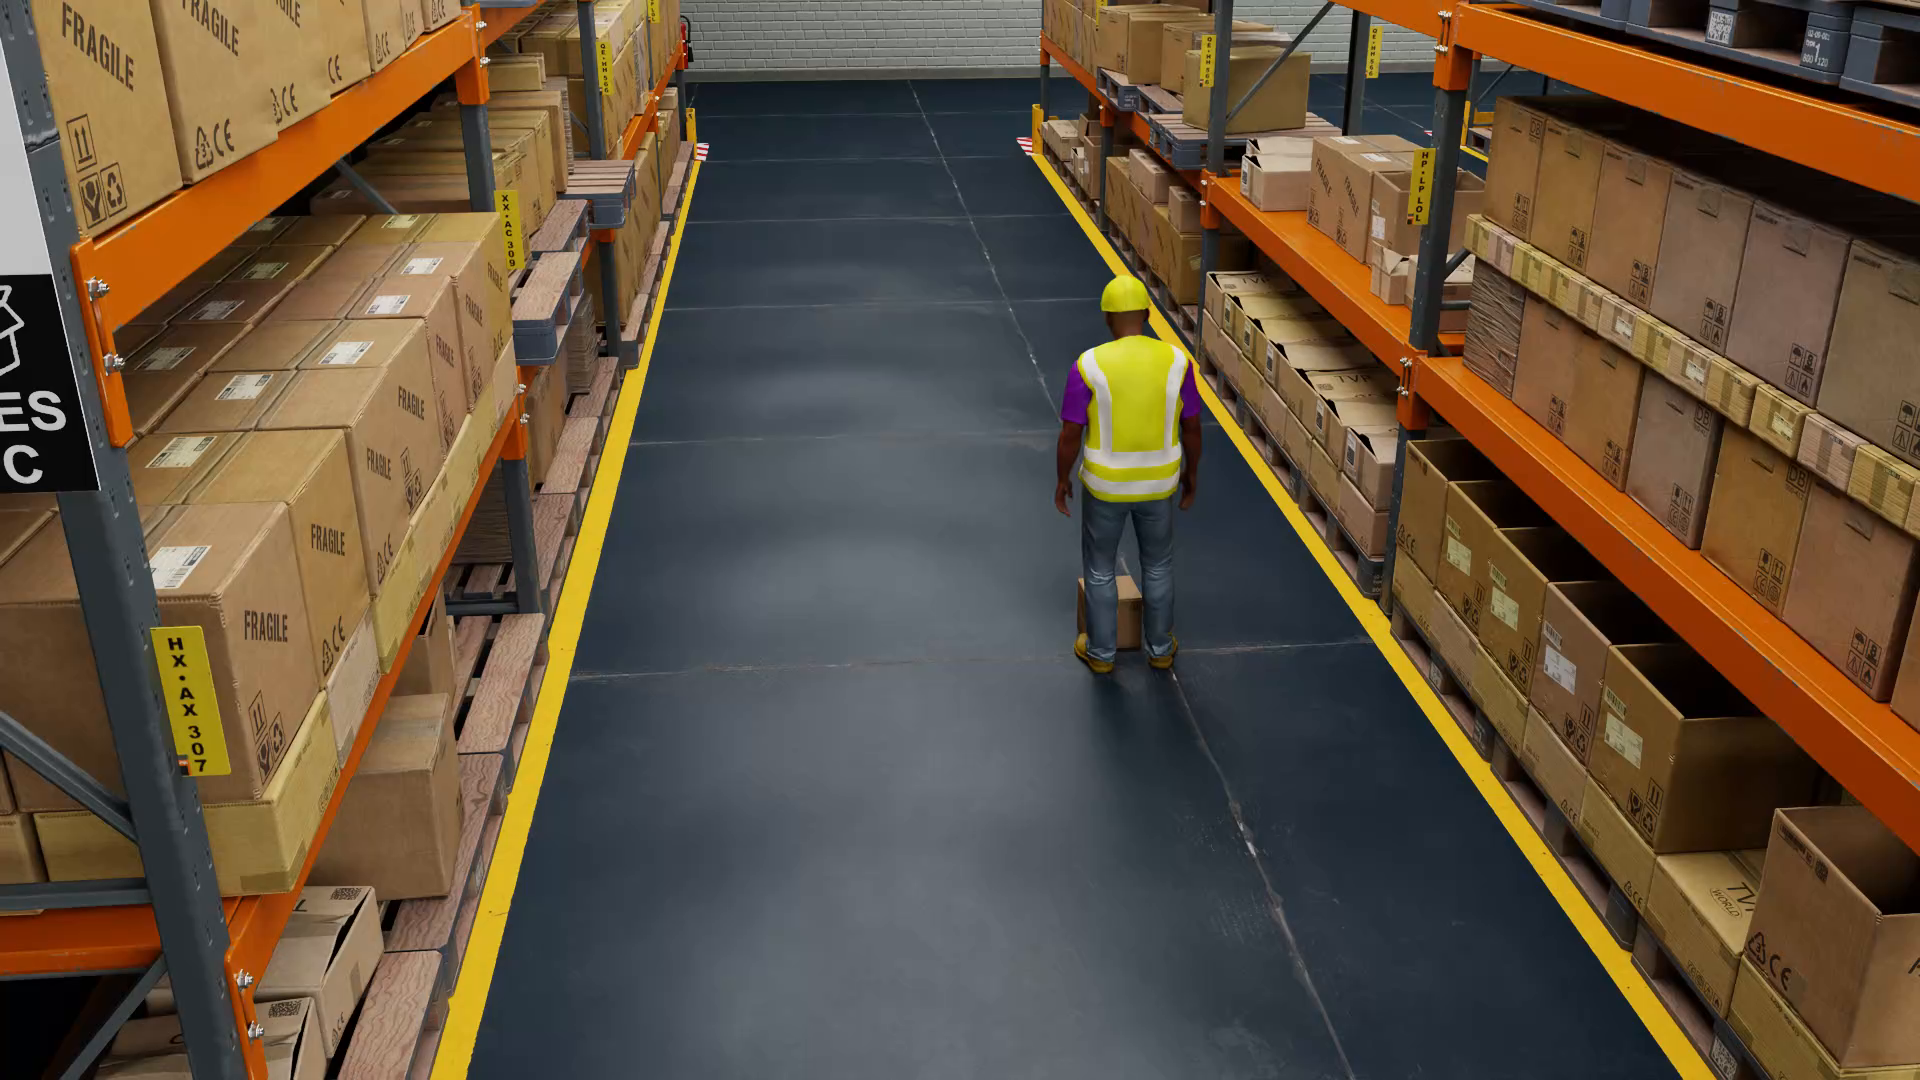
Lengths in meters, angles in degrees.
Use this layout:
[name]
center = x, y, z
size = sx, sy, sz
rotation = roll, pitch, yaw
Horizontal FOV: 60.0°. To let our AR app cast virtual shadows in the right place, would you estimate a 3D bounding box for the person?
[person]
center = 0.723, -0.268, 7.191
size = 0.635, 1.760, 0.463
rotation = -3, 24, -6
